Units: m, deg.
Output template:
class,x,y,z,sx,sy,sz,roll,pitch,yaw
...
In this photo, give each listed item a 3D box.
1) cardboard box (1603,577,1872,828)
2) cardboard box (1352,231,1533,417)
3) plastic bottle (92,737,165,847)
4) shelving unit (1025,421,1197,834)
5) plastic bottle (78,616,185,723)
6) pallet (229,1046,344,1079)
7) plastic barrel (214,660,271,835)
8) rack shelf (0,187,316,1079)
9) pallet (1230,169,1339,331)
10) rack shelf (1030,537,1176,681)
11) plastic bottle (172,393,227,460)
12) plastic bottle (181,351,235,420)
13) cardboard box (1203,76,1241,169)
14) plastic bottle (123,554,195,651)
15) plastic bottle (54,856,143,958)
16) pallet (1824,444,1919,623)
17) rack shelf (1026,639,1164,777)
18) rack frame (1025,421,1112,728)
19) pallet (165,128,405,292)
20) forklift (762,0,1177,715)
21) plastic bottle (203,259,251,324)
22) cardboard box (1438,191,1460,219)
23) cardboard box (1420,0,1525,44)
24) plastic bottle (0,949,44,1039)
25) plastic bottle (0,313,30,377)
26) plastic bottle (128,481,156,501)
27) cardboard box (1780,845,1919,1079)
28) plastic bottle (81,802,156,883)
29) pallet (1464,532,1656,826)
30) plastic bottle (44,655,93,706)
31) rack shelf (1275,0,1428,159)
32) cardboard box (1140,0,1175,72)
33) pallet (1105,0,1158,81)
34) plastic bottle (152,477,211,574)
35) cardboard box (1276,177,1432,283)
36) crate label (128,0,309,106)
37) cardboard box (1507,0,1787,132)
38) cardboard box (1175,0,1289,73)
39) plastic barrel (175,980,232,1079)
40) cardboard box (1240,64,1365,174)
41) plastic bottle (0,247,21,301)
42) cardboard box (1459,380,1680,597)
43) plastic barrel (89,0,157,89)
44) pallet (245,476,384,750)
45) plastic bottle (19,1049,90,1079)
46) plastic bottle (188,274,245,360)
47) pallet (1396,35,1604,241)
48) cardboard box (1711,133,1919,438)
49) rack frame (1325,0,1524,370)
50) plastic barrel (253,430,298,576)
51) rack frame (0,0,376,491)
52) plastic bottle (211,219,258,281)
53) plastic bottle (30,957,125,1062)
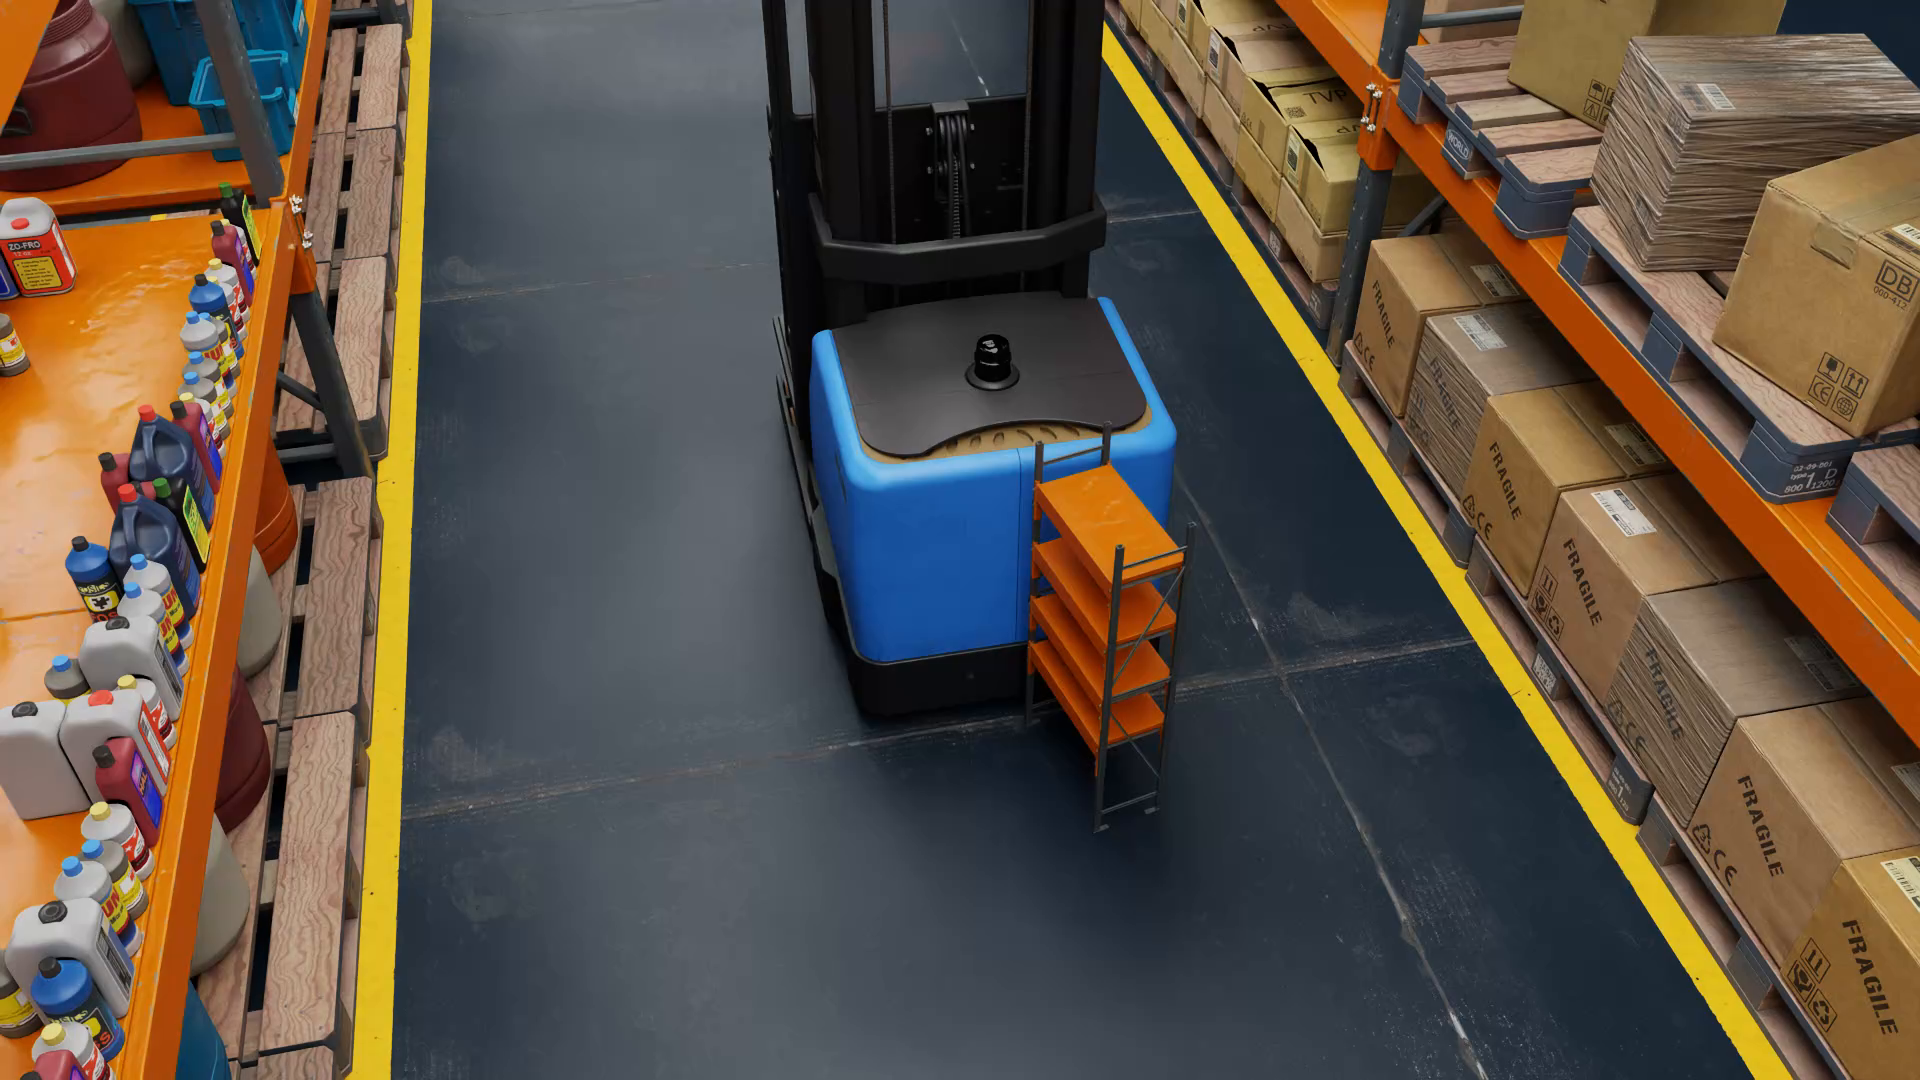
class,x,y,z,sx,sy,sz,roll,pitch,yaw
cardboard box,2.344,0.480,5.001,0.500,0.500,0.500,-8,42,-9
cardboard box,1.892,-0.851,6.501,0.500,0.500,0.500,-7,42,-7
plastic bottle,-1.755,0.512,3.502,0.061,0.283,0.133,-8,42,-9
shelving unit,0.427,0.288,5.022,0.258,1.200,0.503,-16,44,-18
plastic bottle,-1.879,0.284,3.764,0.152,0.276,0.135,-8,42,-9
pallet,-2.027,1.879,3.974,1.003,0.211,1.213,-8,42,-9
plastic barrel,-2.398,0.541,4.881,0.600,0.588,0.708,-8,42,-9
rack shelf,-2.333,0.315,4.177,1.077,0.370,4.000,-8,42,-9
pallet,1.933,-1.454,7.729,1.003,0.211,1.213,-8,42,-9
rack shelf,0.427,0.171,4.918,0.258,0.148,0.480,-16,44,-18
plastic bottle,-2.057,-0.306,4.485,0.097,0.201,0.097,0,42,0
plastic bottle,-2.099,-0.432,4.627,0.097,0.201,0.097,0,42,0
cardboard box,1.501,-2.052,8.058,0.500,0.250,0.500,-7,42,-8
plastic bottle,-1.898,0.143,3.926,0.097,0.271,0.097,0,42,0
plastic bottle,-1.706,0.720,3.276,0.097,0.271,0.097,0,42,0
pallet,2.871,0.173,3.940,1.003,0.211,1.213,-8,42,-9
rack shelf,0.427,0.487,5.198,0.258,0.148,0.480,-16,44,-18
rack frame,0.328,0.140,5.189,0.240,1.200,0.015,-16,44,-18
pallet,-3.154,-1.504,7.786,1.003,0.211,1.213,-8,42,-9
forklift,-0.131,-1.505,5.738,1.130,2.935,3.031,-8,42,-9
plastic bottle,-2.204,-0.748,4.983,0.097,0.201,0.097,0,42,0
cardboard box,2.247,-1.678,7.213,0.500,0.311,0.500,-7,42,-8
cardboard box,2.037,-2.166,6.498,0.500,0.311,0.500,-6,42,-7
plastic bottle,-1.826,0.855,3.177,0.097,0.201,0.097,0,42,0
plastic bottle,-2.769,-0.579,4.793,0.097,0.201,0.097,0,42,0
plastic bottle,-2.005,-0.050,4.134,0.061,0.283,0.133,-8,42,-9
cardboard box,2.550,1.127,4.273,0.500,0.500,0.500,-9,42,-10
plastic bottle,-1.748,0.620,3.442,0.097,0.201,0.097,0,42,0
pallet,2.457,0.364,5.681,1.003,0.211,1.213,-8,42,-9
plastic bottle,-1.997,0.342,3.755,0.097,0.201,0.097,0,42,0
rack shelf,1.641,-2.985,7.895,1.077,0.370,4.000,-8,42,-9
cardboard box,1.278,-2.715,8.804,0.500,0.250,0.500,-10,42,-11
pallet,1.407,-3.036,9.511,1.003,0.211,1.213,-8,42,-9
plastic bottle,-1.945,-0.058,4.144,0.061,0.283,0.133,-8,42,-9
cardboard box,1.721,-1.392,7.314,0.500,0.250,0.500,-7,42,-8
crate label,-2.715,-1.946,6.156,0.502,0.435,0.616,-8,42,-9
cardboard box,2.319,-1.760,5.581,0.700,0.500,0.500,-22,46,-23
cardboard box,1.389,-2.589,8.239,0.500,0.311,0.500,-7,42,-8
plastic barrel,-2.155,1.156,3.952,0.600,0.901,0.708,-8,42,-9
cardboard box,1.601,-1.936,7.504,0.500,0.311,0.500,-9,42,-10
plastic bottle,-2.987,-0.877,5.072,0.152,0.276,0.135,-8,42,-9
cardboard box,2.114,-0.187,5.753,0.500,0.500,0.500,-9,42,-10
plastic barrel,-3.195,-1.928,6.078,0.421,0.512,0.421,0,42,0
pallet,-2.554,0.298,5.756,1.003,0.211,1.213,-8,42,-9
plastic bottle,-1.592,1.001,2.951,0.061,0.283,0.133,-8,42,-9
plastic bottle,-2.162,-0.648,4.817,0.097,0.271,0.097,0,42,0
pallet,2.288,-1.456,5.776,1.213,0.211,1.003,-8,42,-9
cardboard box,2.495,-0.696,4.382,0.700,0.500,0.500,-19,45,-20
rack frame,2.073,-1.958,6.196,1.000,3.000,0.127,-8,42,-9
plastic barrel,-2.642,-0.281,5.625,0.600,0.830,0.708,-8,42,-9
rack frame,-2.764,-1.250,5.399,1.000,3.000,0.127,-8,42,-9
plastic bottle,-2.253,-0.897,5.151,0.097,0.201,0.097,0,42,0
plastic bottle,-1.656,0.870,3.107,0.097,0.271,0.097,0,42,0
